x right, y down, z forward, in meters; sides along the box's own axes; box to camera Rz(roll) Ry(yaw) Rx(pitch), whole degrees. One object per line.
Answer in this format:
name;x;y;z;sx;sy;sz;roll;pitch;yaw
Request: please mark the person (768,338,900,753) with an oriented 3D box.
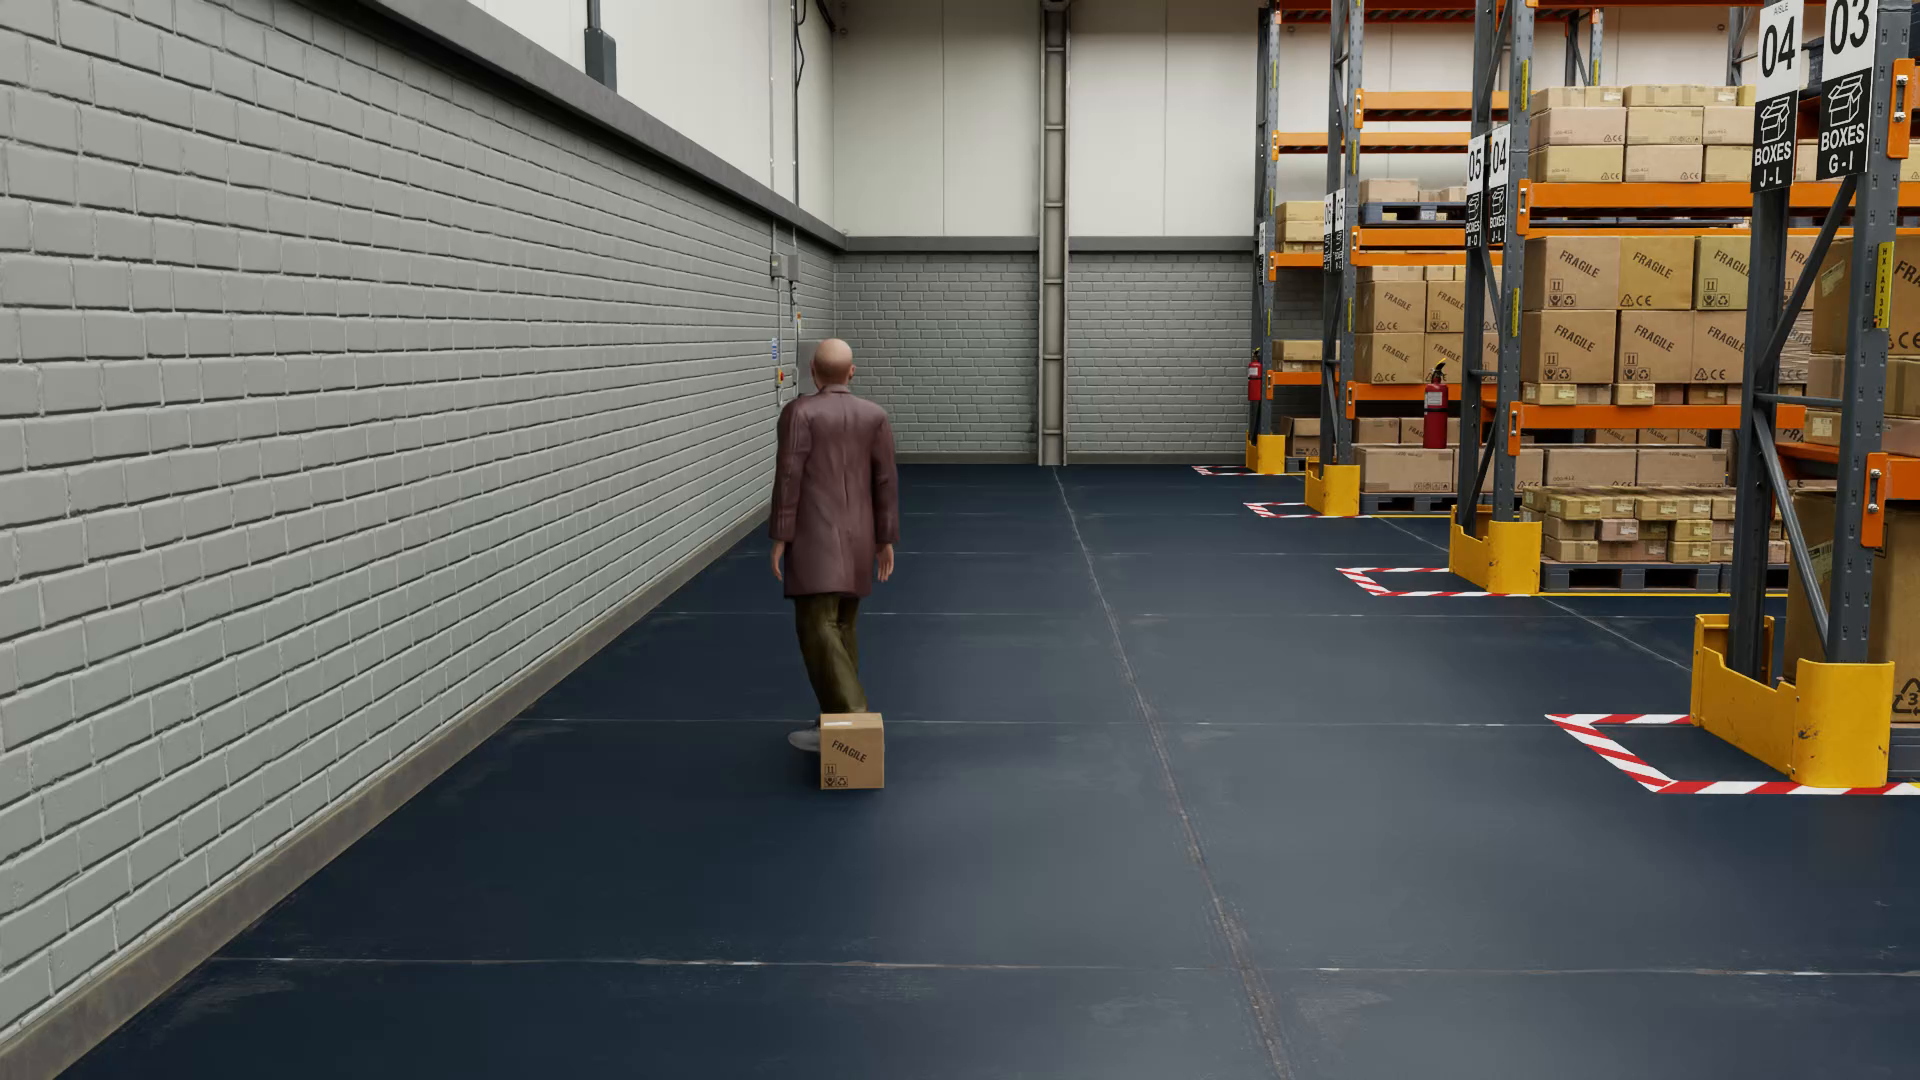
person;-0.522;0.019;7.168;0.619;1.766;0.641;-5;9;-36
